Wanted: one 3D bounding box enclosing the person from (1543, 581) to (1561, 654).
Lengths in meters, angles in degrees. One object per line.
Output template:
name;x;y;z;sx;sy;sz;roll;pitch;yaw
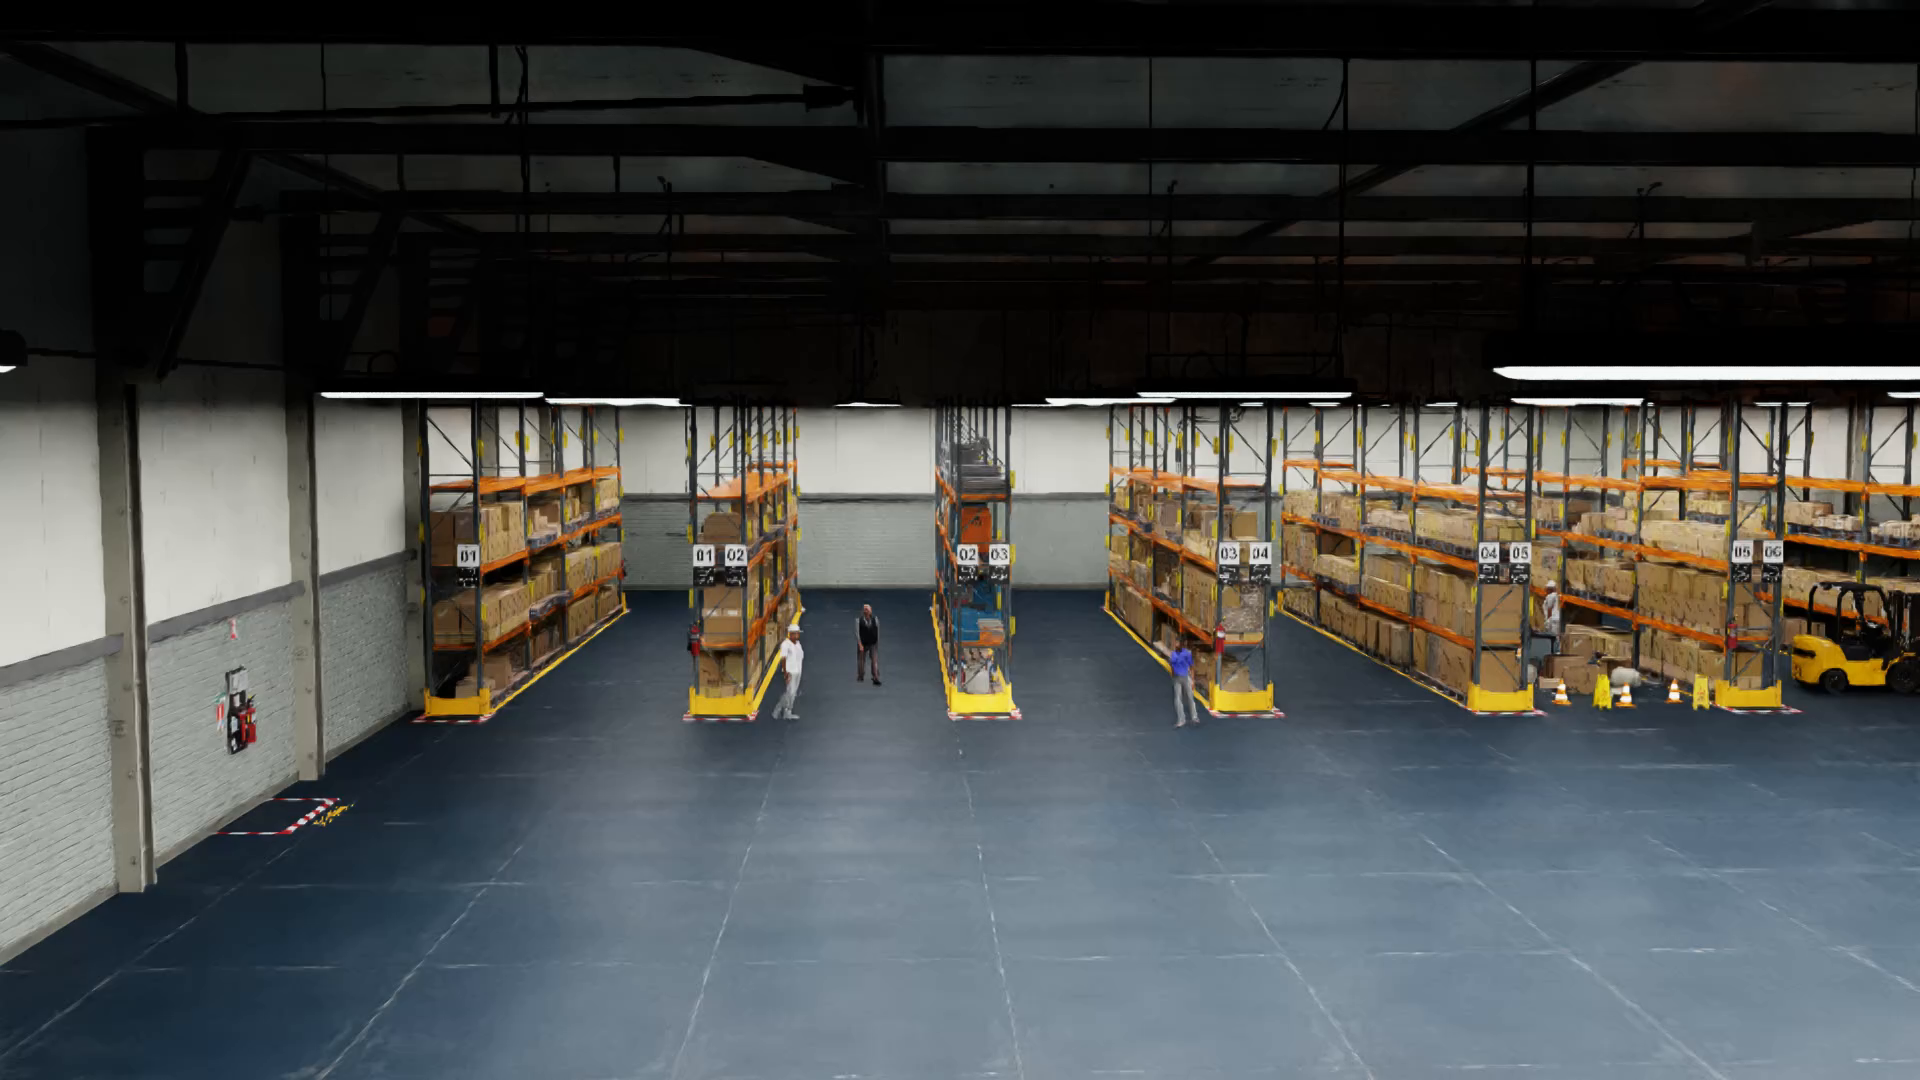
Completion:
person;13.513;1.817;38.138;0.594;1.782;0.678;2;5;23

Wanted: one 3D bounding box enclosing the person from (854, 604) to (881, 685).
person;-1.937;2.162;34.608;0.538;1.661;1.029;-1;5;-11

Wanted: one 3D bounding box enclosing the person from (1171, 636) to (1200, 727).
person;4.079;2.540;30.090;0.515;1.643;0.540;3;5;34

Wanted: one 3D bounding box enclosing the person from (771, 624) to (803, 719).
person;-3.168;2.423;30.611;0.463;1.761;0.720;2;5;26
